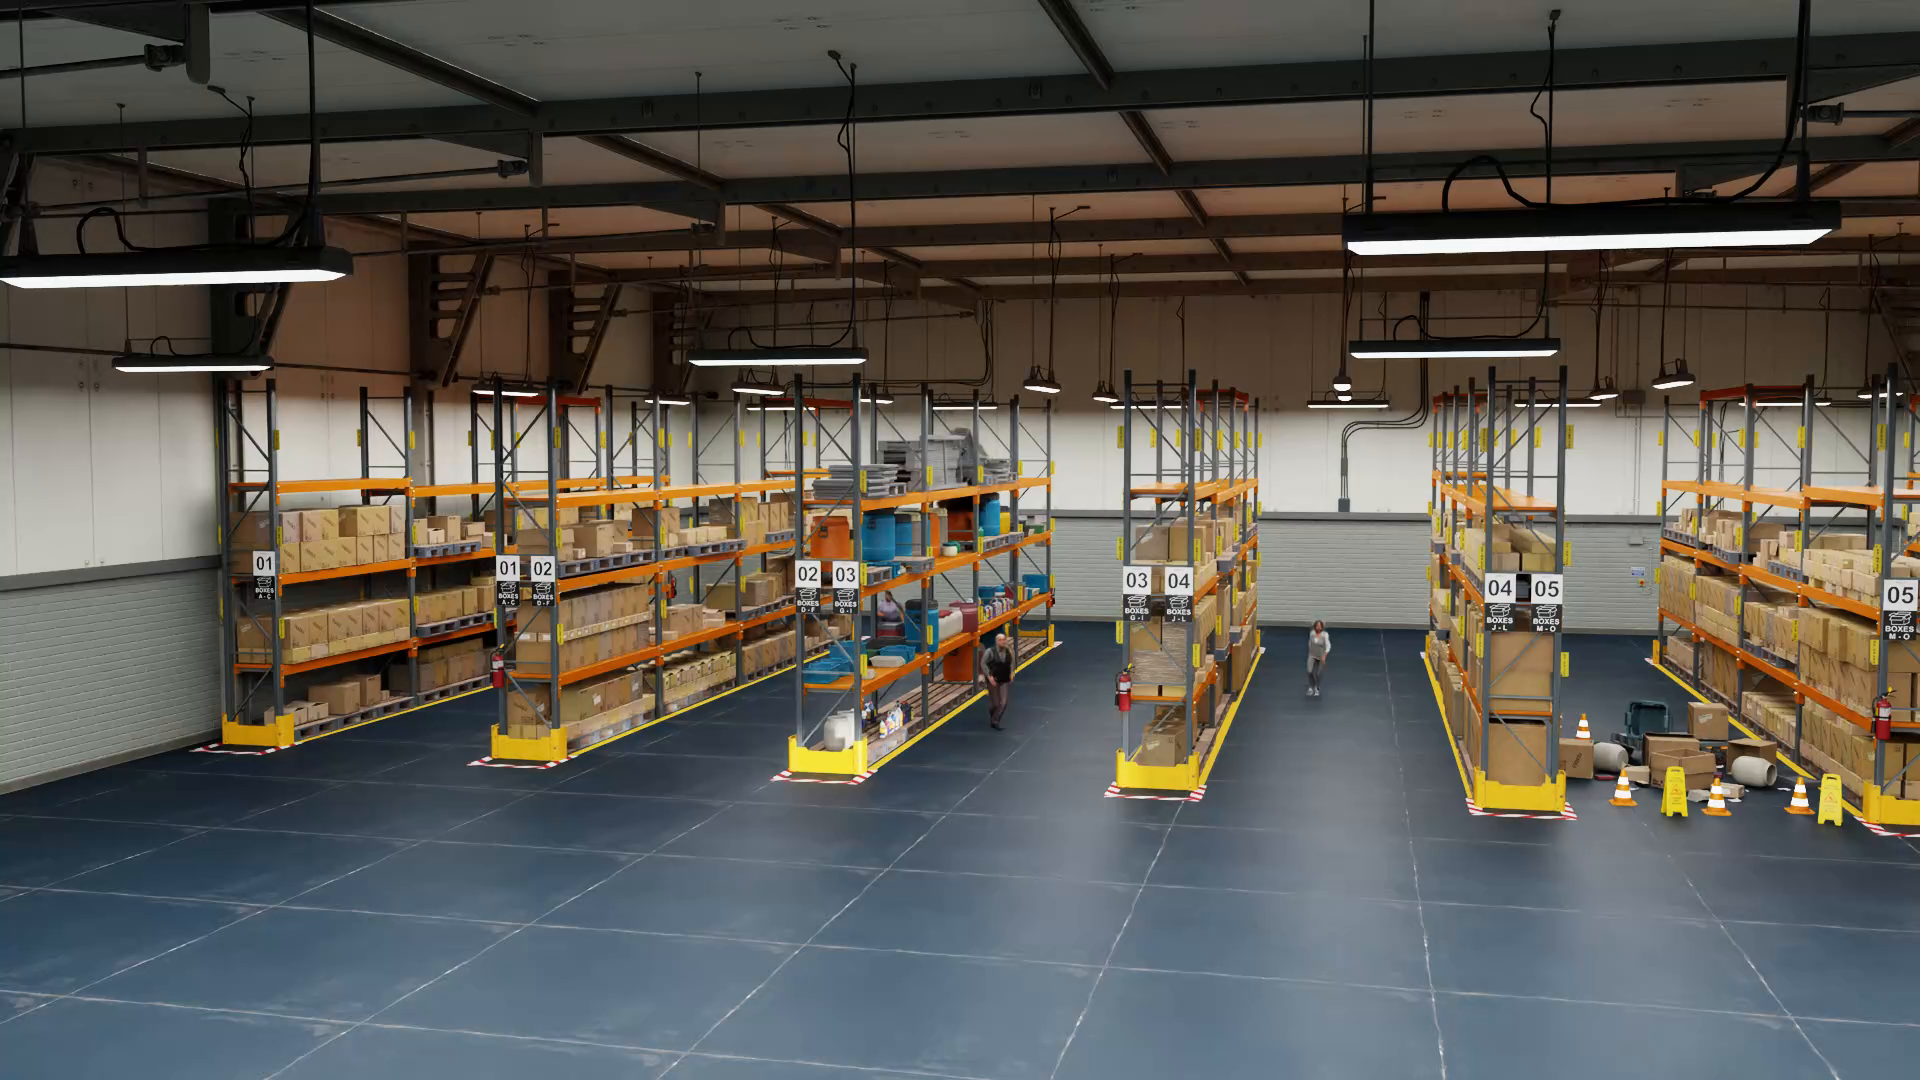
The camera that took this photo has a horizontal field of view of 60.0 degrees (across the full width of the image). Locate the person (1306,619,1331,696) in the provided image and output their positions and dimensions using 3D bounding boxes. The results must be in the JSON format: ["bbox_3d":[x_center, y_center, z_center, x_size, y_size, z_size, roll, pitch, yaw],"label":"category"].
[{"bbox_3d":[6.958,2.289,32.262,0.493,1.531,0.754,1,4,21],"label":"person"}]

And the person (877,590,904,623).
[{"bbox_3d":[-1.596,1.935,37.993,0.616,1.623,0.939,0,3,2],"label":"person"}]

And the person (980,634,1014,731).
[{"bbox_3d":[0.634,2.448,28.842,0.652,1.674,0.580,-1,4,-19],"label":"person"}]

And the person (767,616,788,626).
[{"bbox_3d":[-4.710,1.578,43.206,0.848,1.644,0.601,1,4,19],"label":"person"}]
